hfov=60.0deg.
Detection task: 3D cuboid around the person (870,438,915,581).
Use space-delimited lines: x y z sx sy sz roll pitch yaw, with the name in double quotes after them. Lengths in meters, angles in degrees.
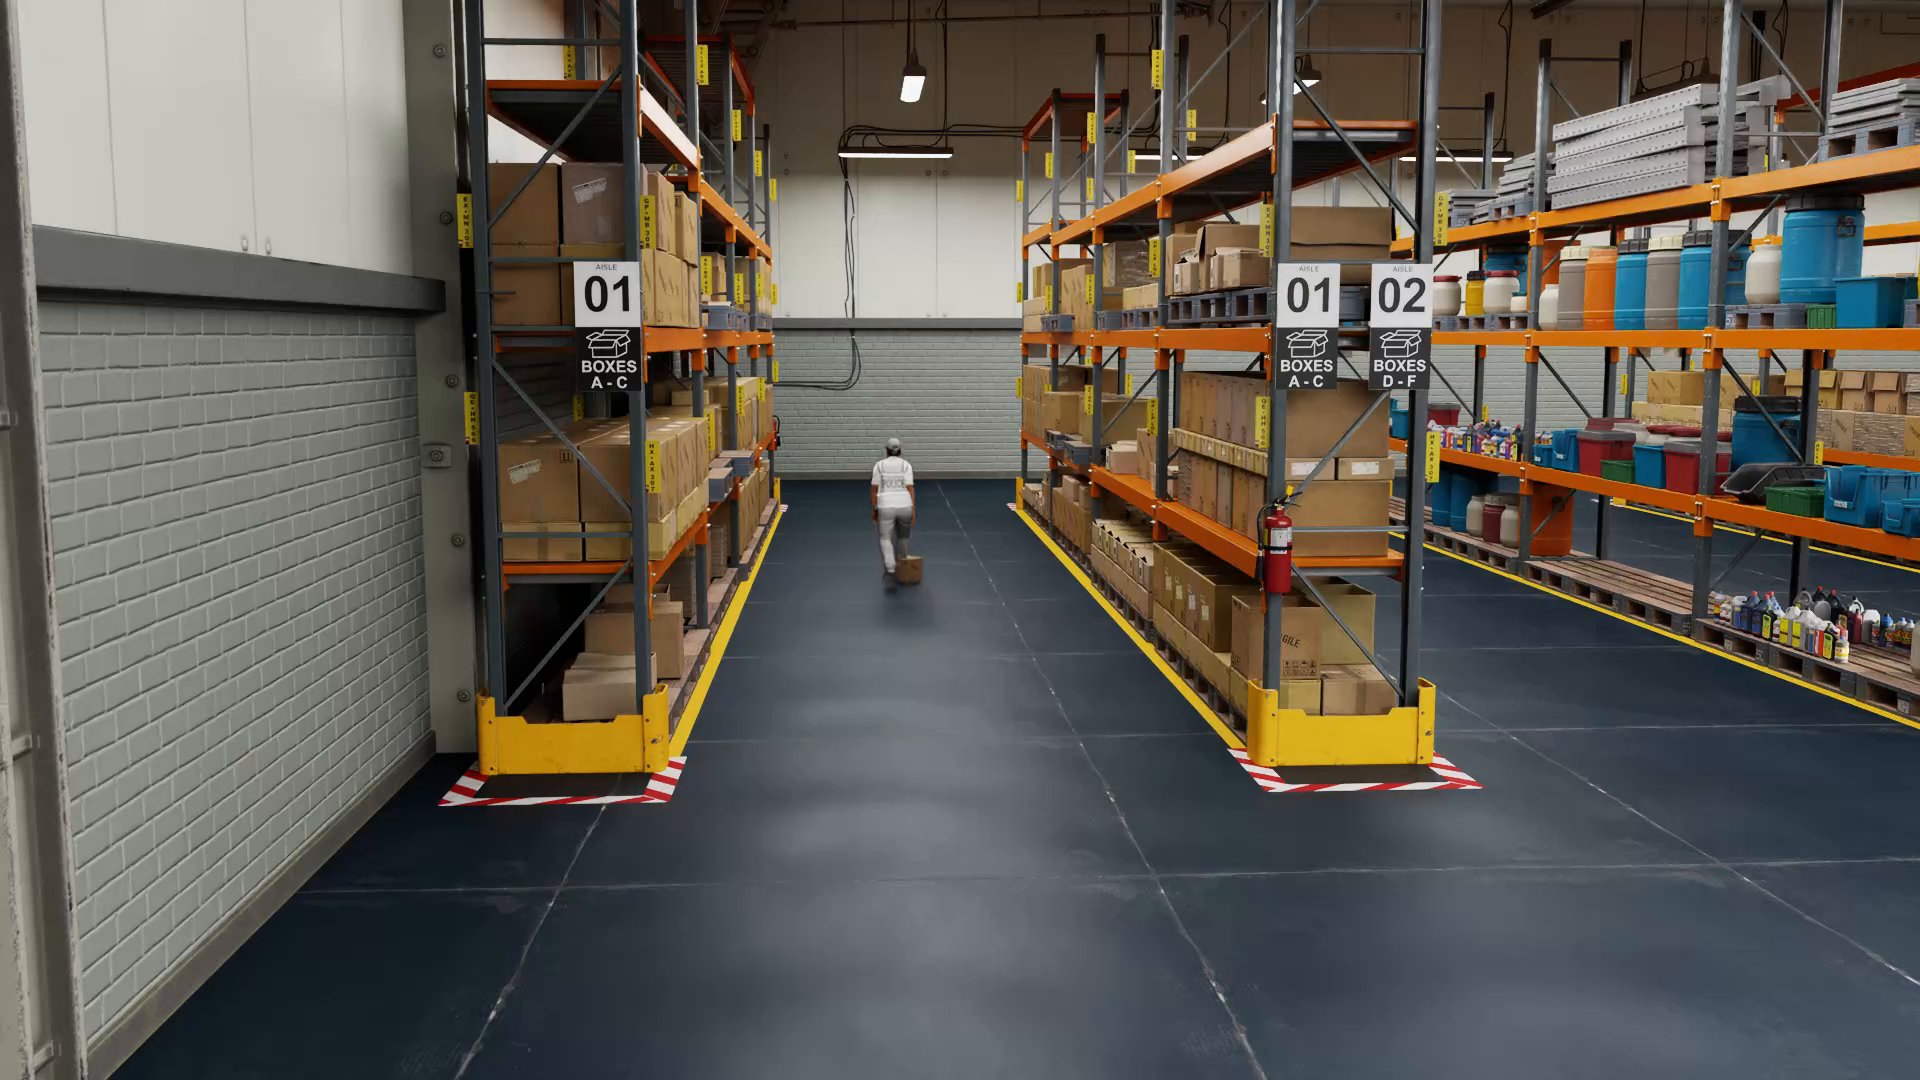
-0.747 -0.328 18.547 0.490 1.594 1.024 -1 7 -9 "person"
